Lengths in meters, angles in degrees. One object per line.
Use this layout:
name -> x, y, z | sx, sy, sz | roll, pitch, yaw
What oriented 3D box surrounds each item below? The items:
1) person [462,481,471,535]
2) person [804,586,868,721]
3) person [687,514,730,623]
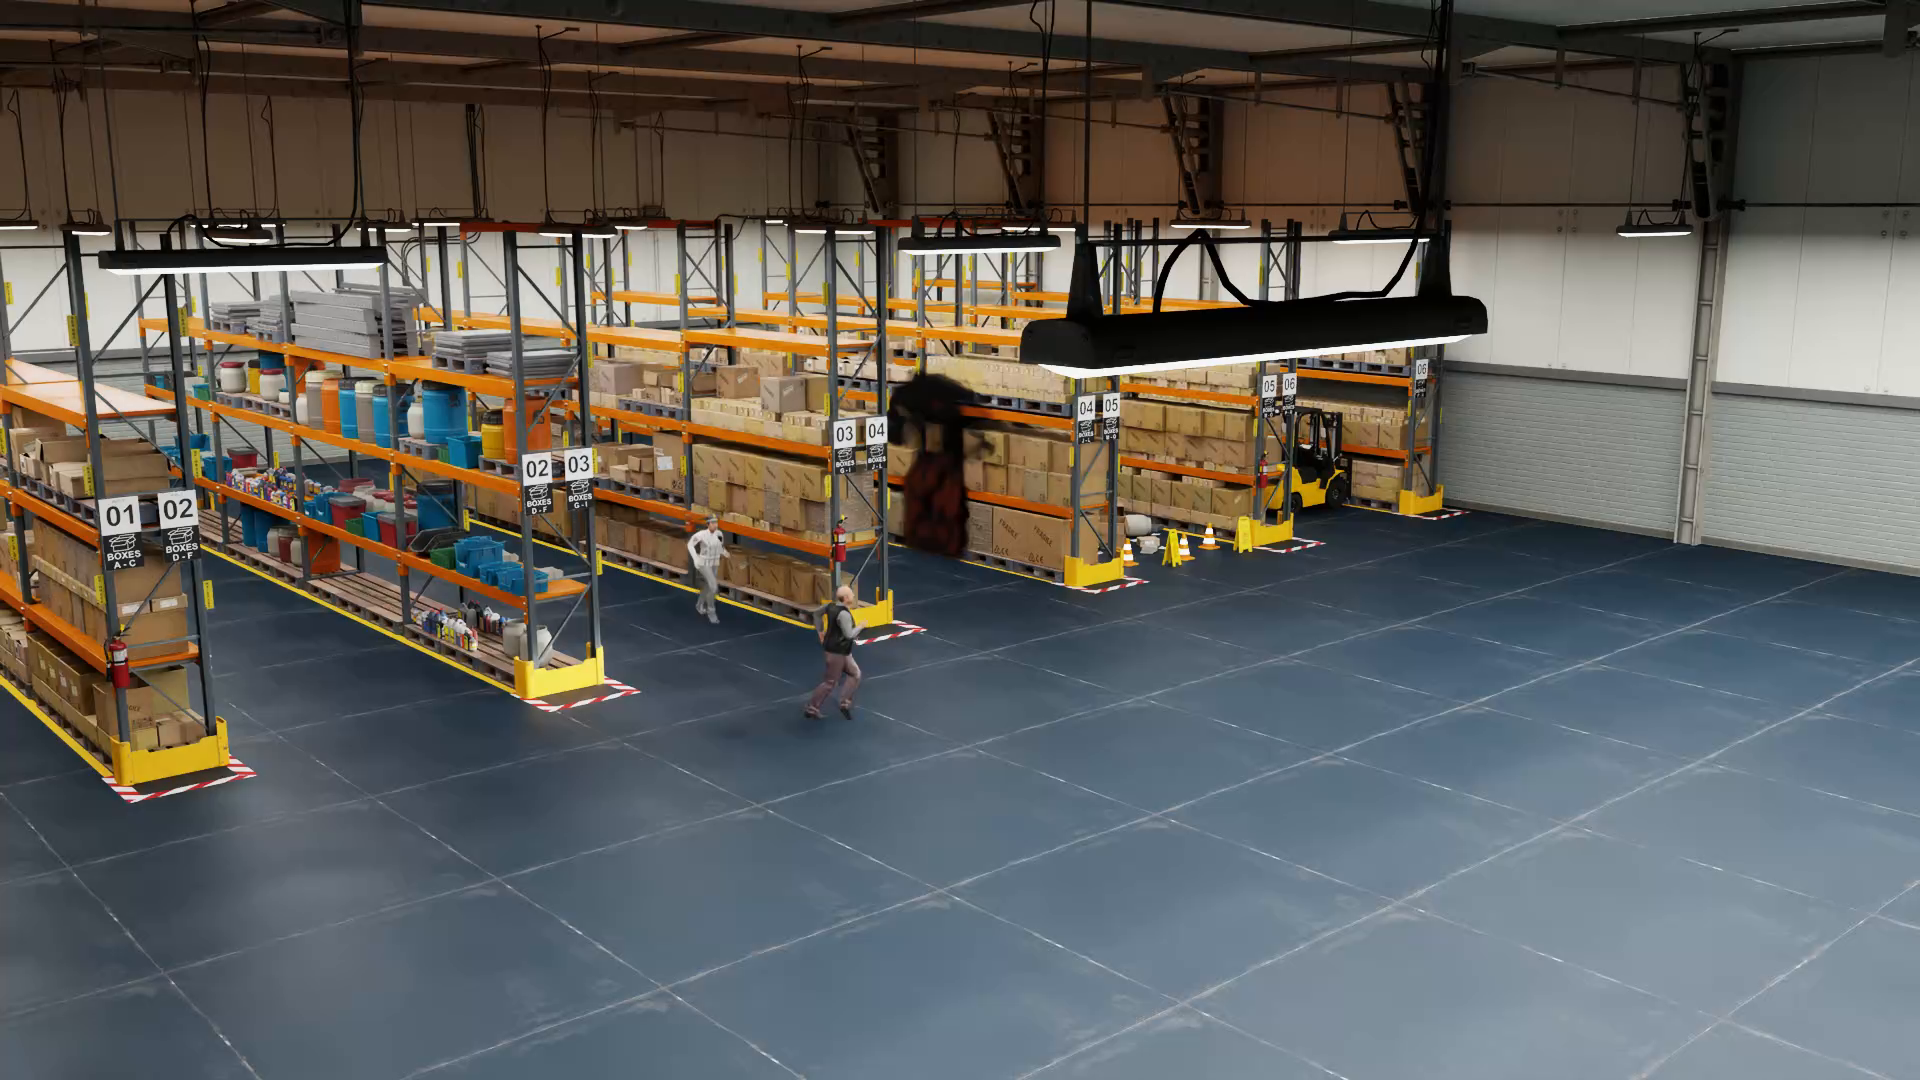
person -> -9.165, -0.485, 30.362 | 0.593, 1.575, 0.664 | -11, 16, -43
person -> -1.529, 1.441, 20.486 | 0.825, 1.780, 0.626 | -3, 12, -13
person -> -3.864, 0.429, 25.621 | 0.833, 1.733, 0.546 | 10, 15, 40
